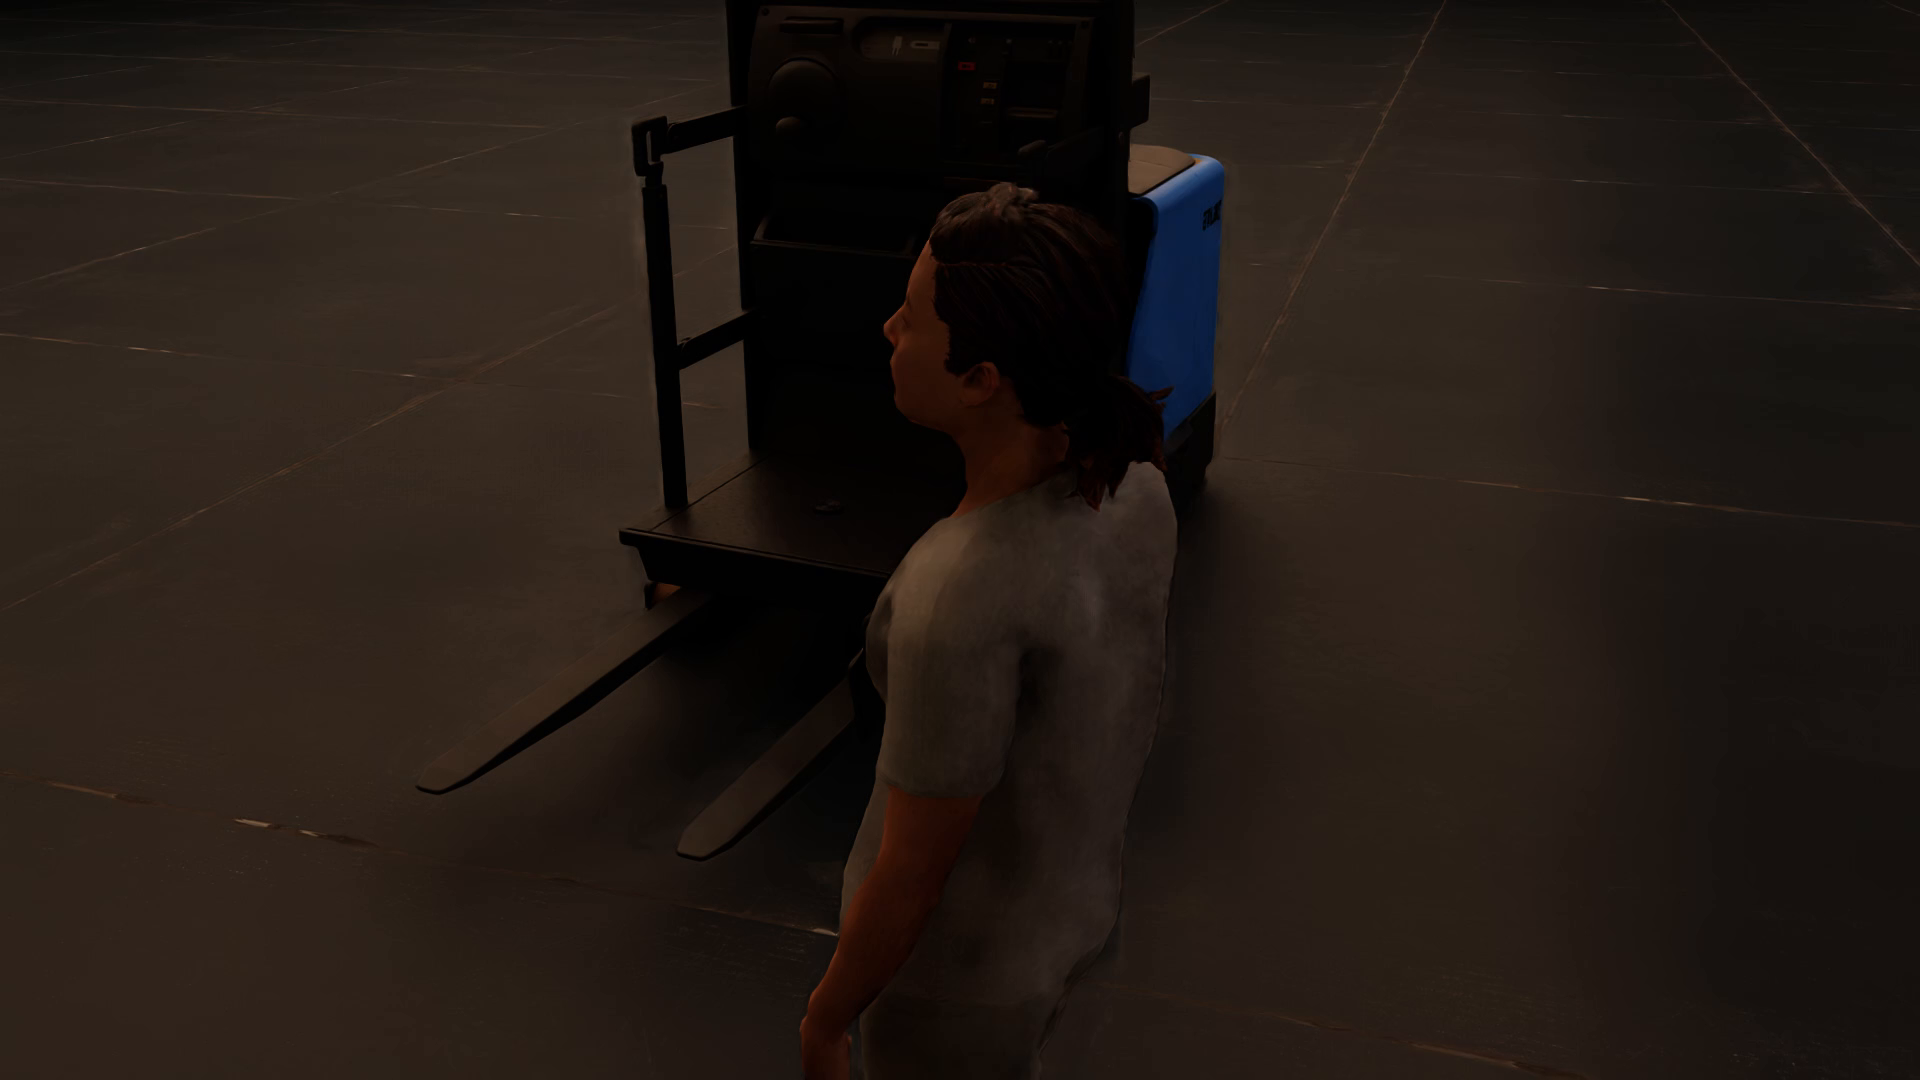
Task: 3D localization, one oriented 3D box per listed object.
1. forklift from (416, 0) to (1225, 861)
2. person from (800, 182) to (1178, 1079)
[{"bbox_3d":[-0.194,-1.135,4.029,1.130,2.935,3.031,9,24,21],"label":"forklift"},{"bbox_3d":[-0.071,0.417,1.902,0.627,1.675,0.526,13,26,28],"label":"person"}]
